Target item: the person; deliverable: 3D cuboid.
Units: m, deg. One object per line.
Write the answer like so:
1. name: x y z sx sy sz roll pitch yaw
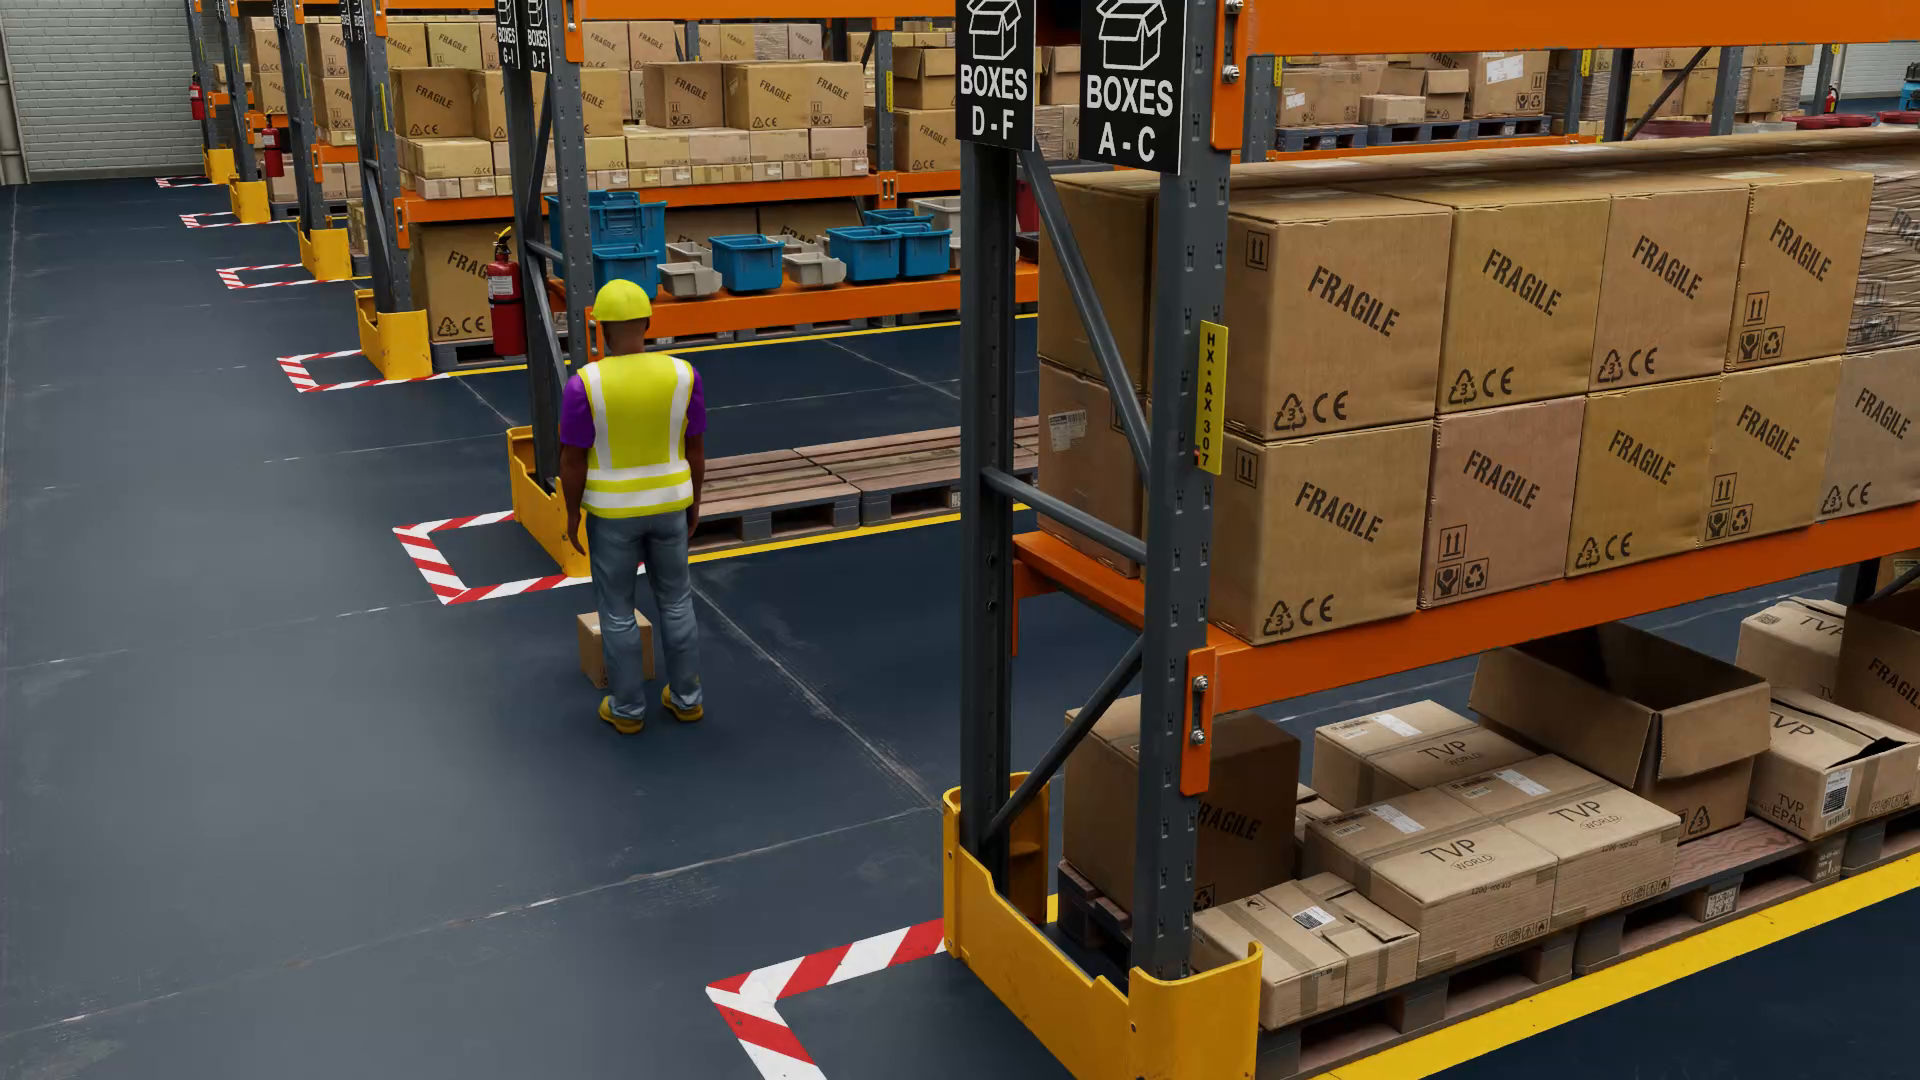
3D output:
1. person: 4.883 -1.568 10.753 15.653 1.762 2.992 -9 20 -25
